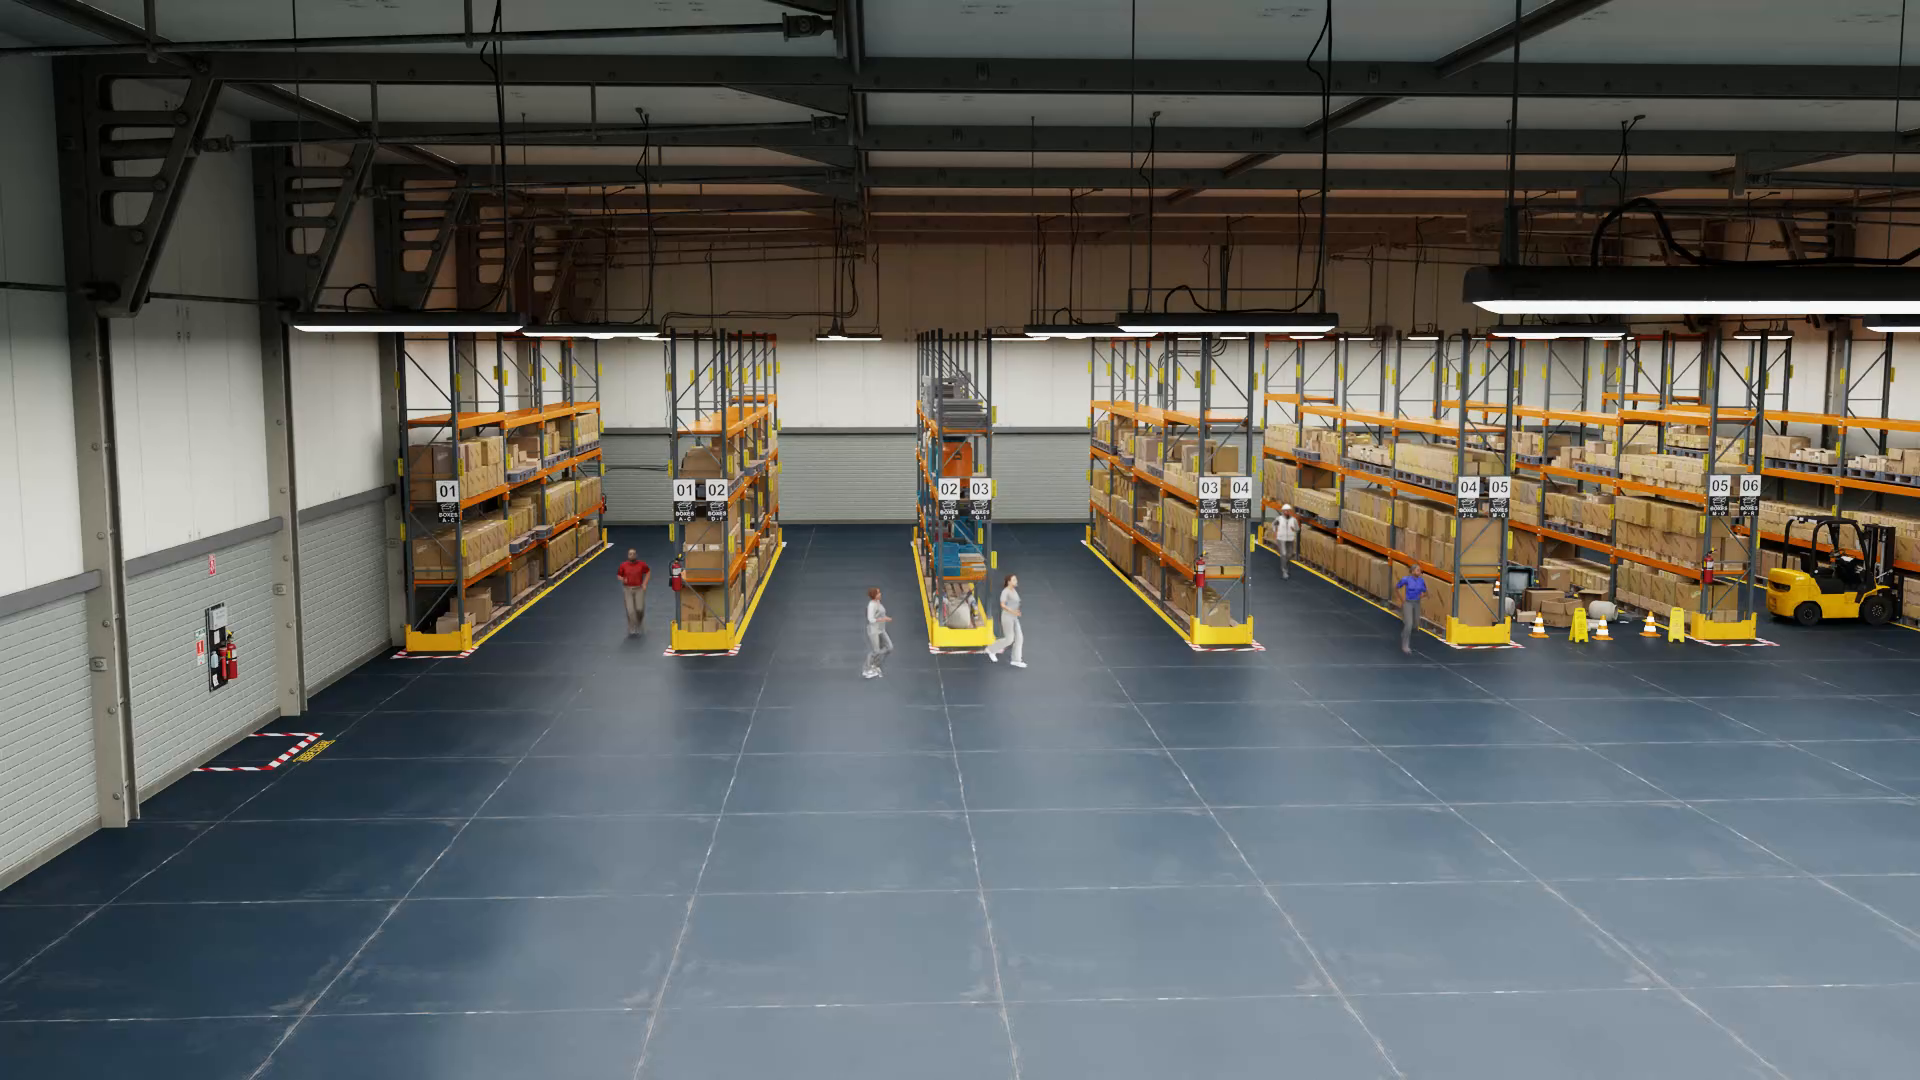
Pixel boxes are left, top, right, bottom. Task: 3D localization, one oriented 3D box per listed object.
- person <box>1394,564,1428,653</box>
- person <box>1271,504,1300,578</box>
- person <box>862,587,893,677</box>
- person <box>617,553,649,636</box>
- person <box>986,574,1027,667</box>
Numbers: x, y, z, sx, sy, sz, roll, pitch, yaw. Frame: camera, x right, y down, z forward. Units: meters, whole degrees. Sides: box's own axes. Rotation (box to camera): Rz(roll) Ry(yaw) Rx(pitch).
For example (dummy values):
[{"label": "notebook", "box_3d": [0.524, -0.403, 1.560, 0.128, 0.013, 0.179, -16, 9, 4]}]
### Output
[{"label": "person", "box_3d": [8.503, 1.265, 31.265, 0.605, 1.636, 0.822, -2, 7, -14]}, {"label": "person", "box_3d": [8.014, 0.003, 40.879, 0.652, 1.767, 0.960, 0, 7, -3]}, {"label": "person", "box_3d": [-1.399, 1.584, 28.462, 0.615, 1.582, 0.519, 3, 7, 23]}, {"label": "person", "box_3d": [-6.413, 1.074, 32.667, 0.625, 1.664, 0.559, -1, 7, -8]}, {"label": "person", "box_3d": [0.853, 1.419, 29.665, 0.772, 1.669, 0.590, 3, 7, 26]}]
